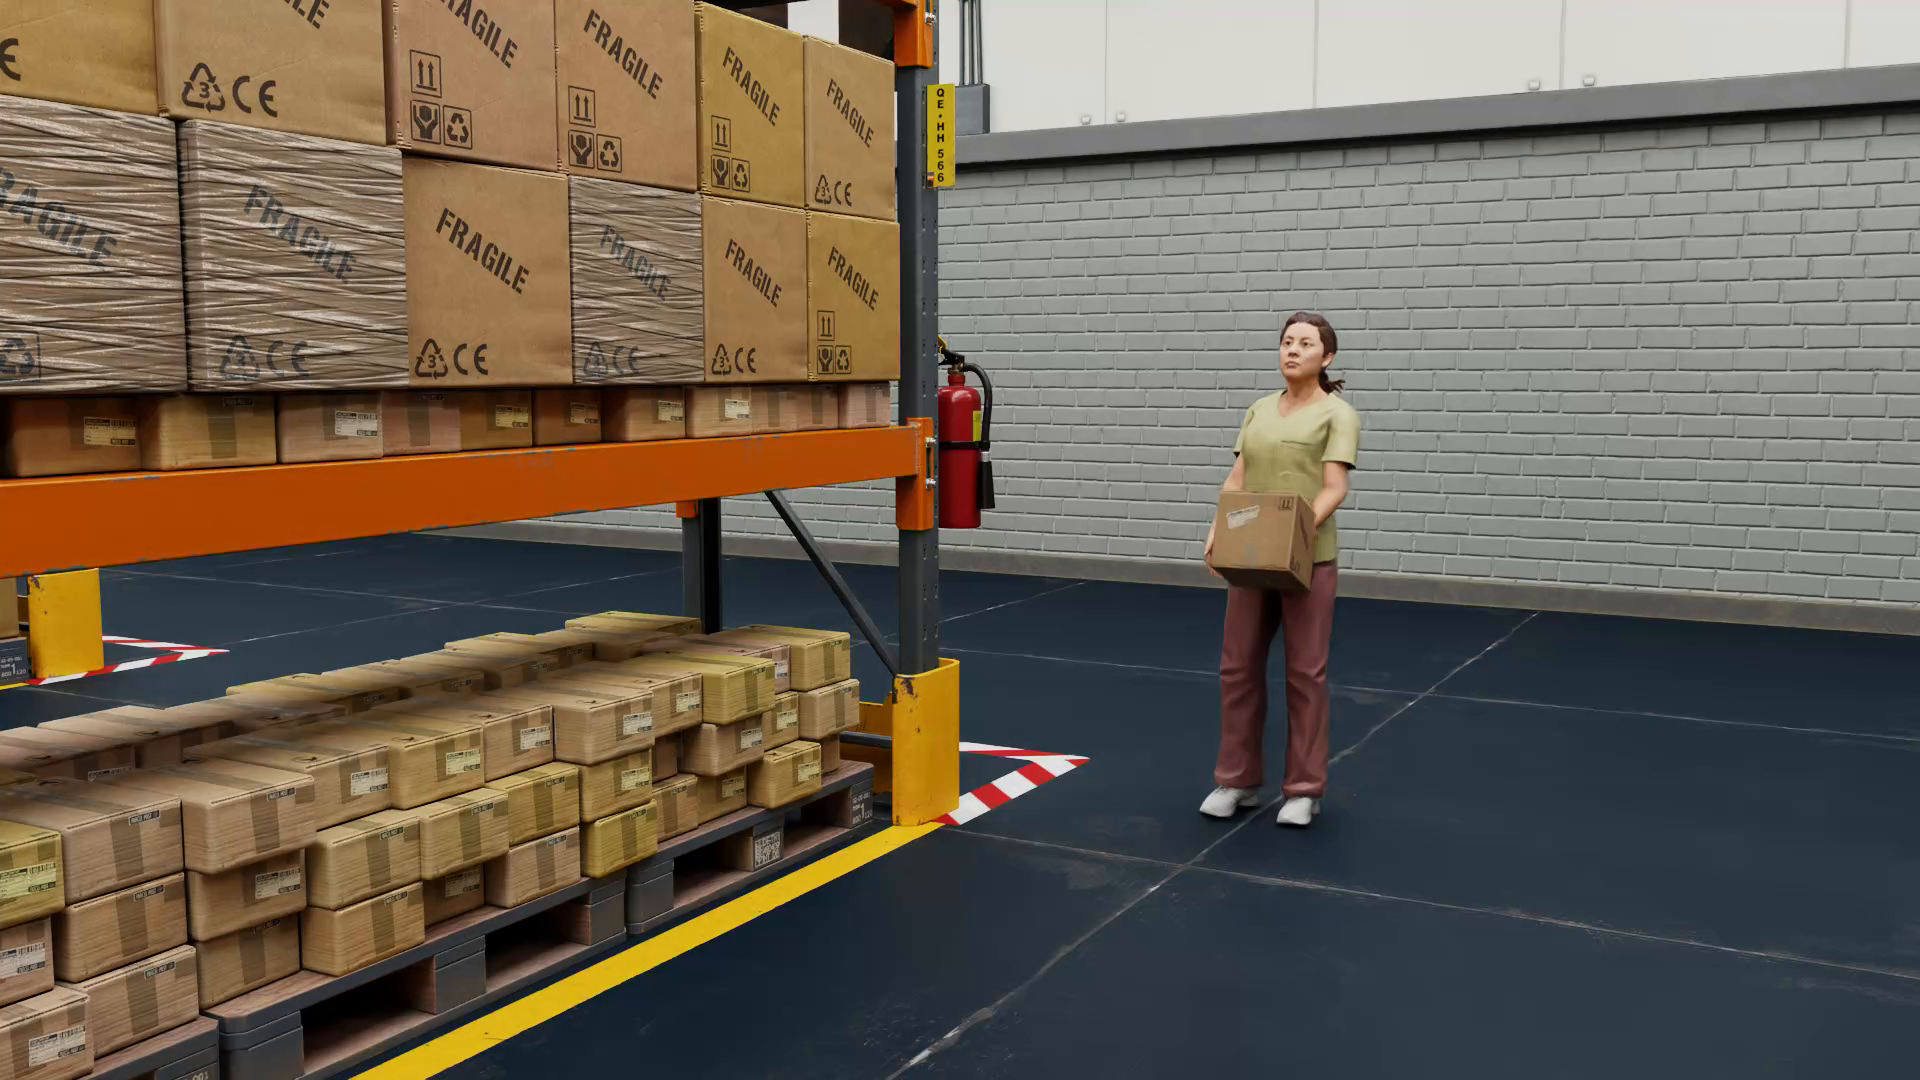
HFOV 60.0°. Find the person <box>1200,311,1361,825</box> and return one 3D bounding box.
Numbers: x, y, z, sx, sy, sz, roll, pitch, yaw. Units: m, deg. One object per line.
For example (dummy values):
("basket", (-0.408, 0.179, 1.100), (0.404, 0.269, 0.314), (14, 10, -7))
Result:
("person", (1.058, 0.090, 5.473), (0.447, 1.675, 0.529), (5, 8, 41))
